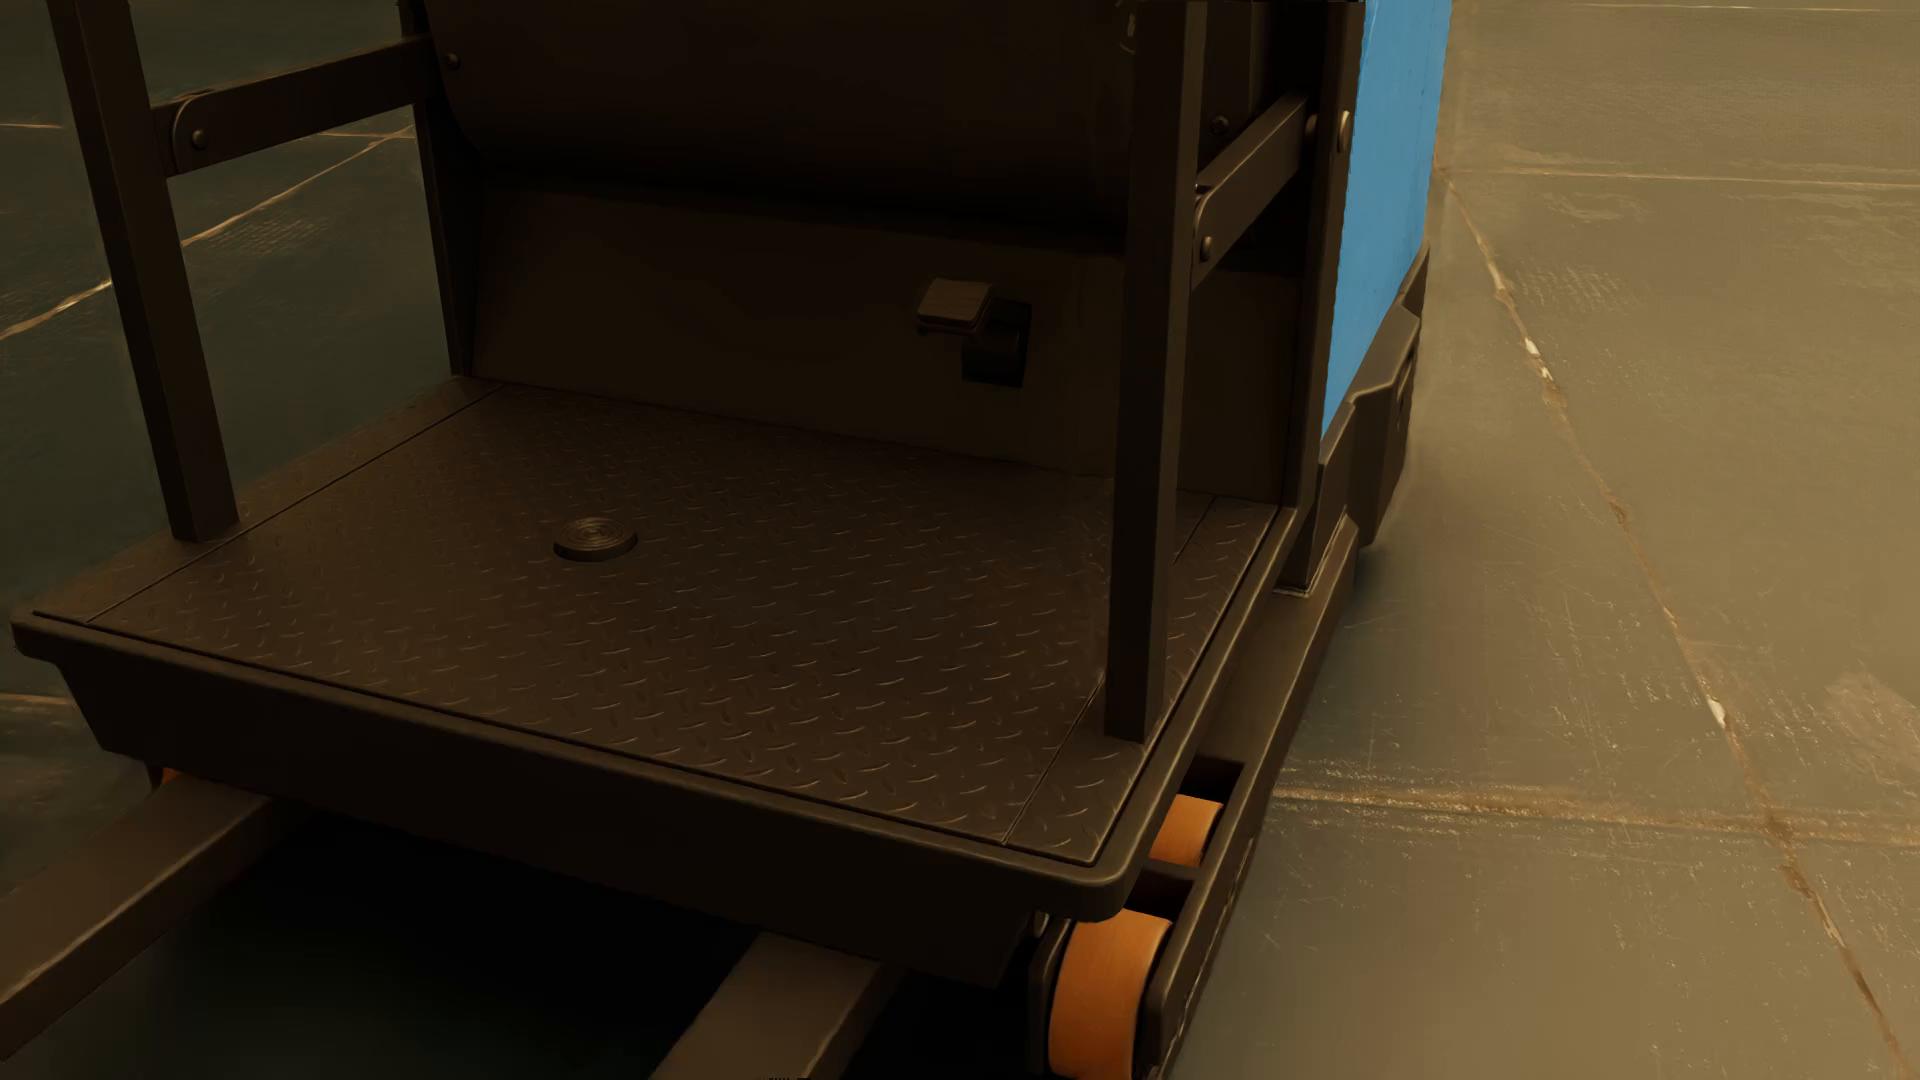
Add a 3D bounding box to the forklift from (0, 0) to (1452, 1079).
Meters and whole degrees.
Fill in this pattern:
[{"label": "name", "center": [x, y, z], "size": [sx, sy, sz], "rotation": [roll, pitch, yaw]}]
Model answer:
[{"label": "forklift", "center": [-0.219, -1.027, 1.275], "size": [1.130, 2.935, 3.031], "rotation": [10, 28, 19]}]
